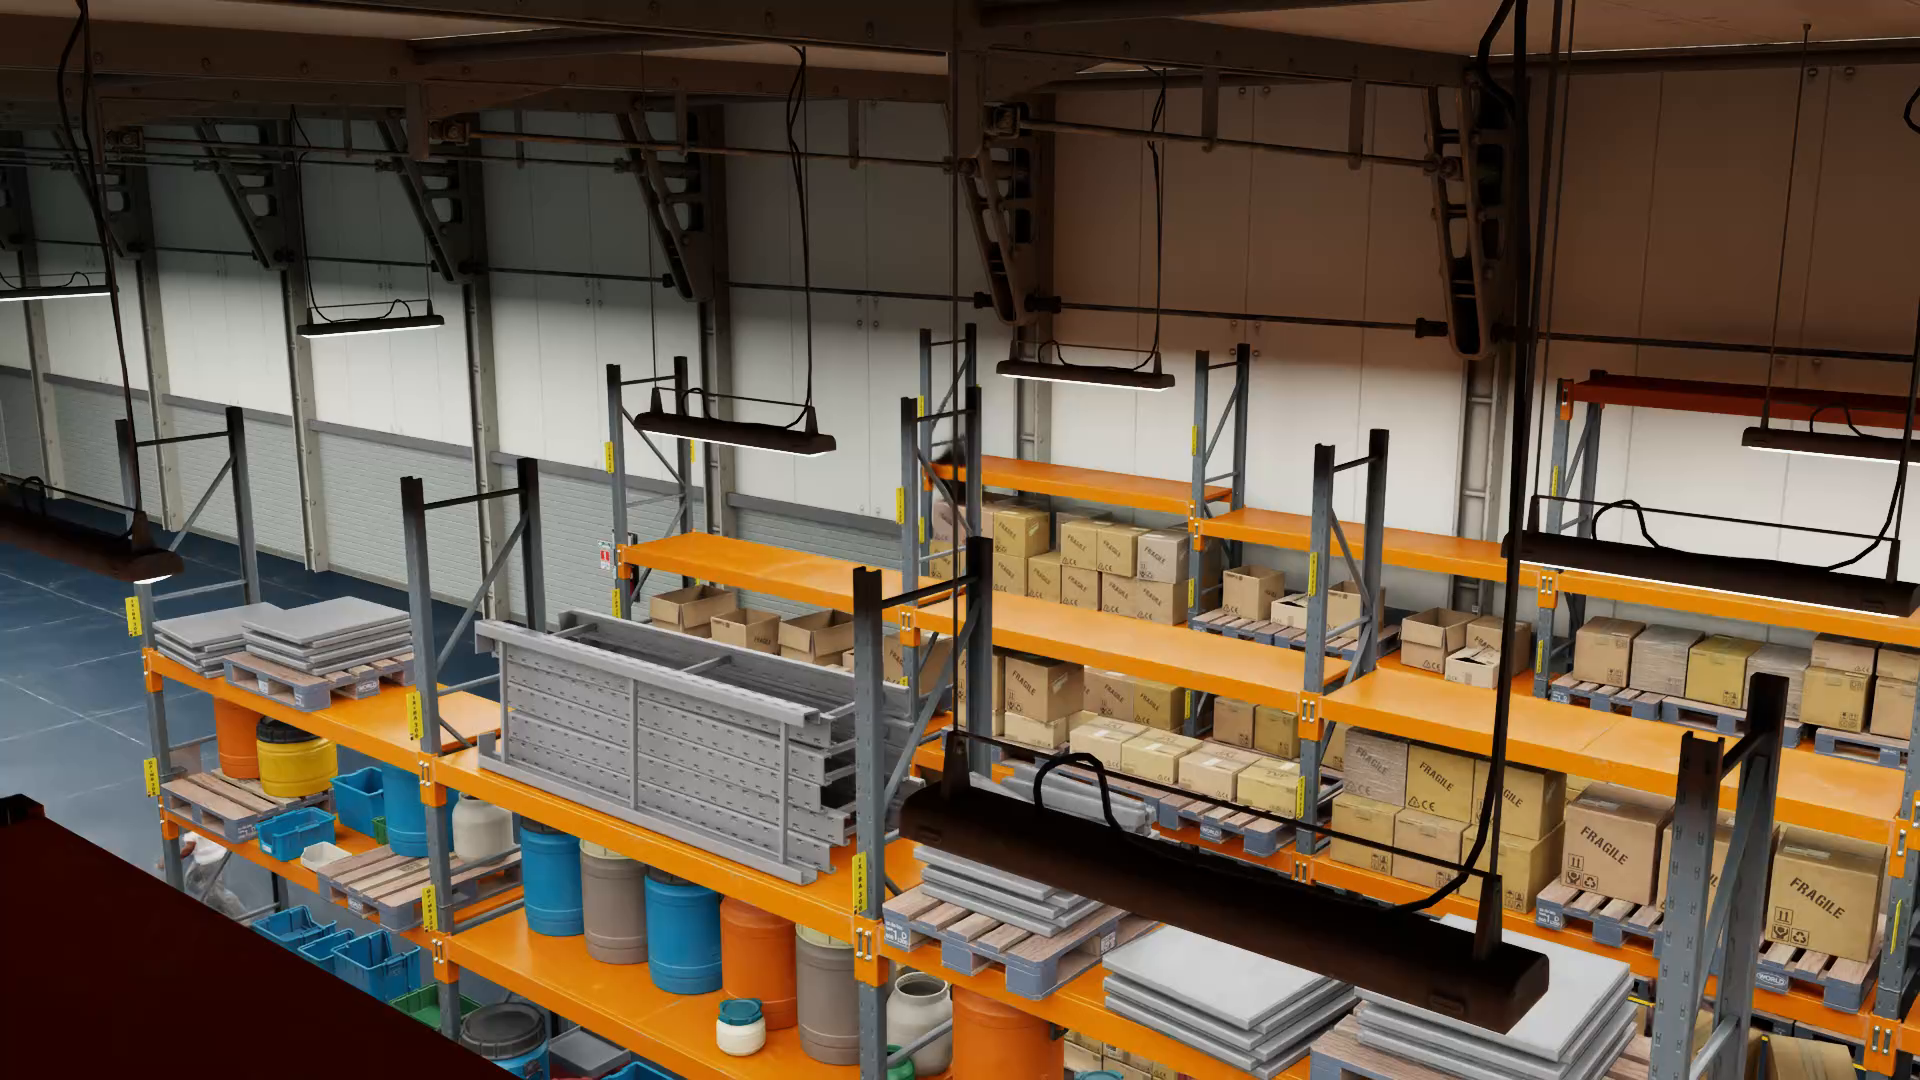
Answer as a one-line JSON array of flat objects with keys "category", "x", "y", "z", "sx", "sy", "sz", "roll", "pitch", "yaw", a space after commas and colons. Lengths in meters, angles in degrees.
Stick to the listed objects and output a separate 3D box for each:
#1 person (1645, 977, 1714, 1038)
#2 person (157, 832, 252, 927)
[{"category": "person", "x": 5.722, "y": 4.301, "z": 13.275, "sx": 0.672, "sy": 1.715, "sz": 1.029, "roll": -9, "pitch": 15, "yaw": -34}, {"category": "person", "x": -7.981, "y": 3.337, "z": 17.522, "sx": 0.821, "sy": 1.710, "sz": 0.680, "roll": -4, "pitch": 13, "yaw": -16}]
